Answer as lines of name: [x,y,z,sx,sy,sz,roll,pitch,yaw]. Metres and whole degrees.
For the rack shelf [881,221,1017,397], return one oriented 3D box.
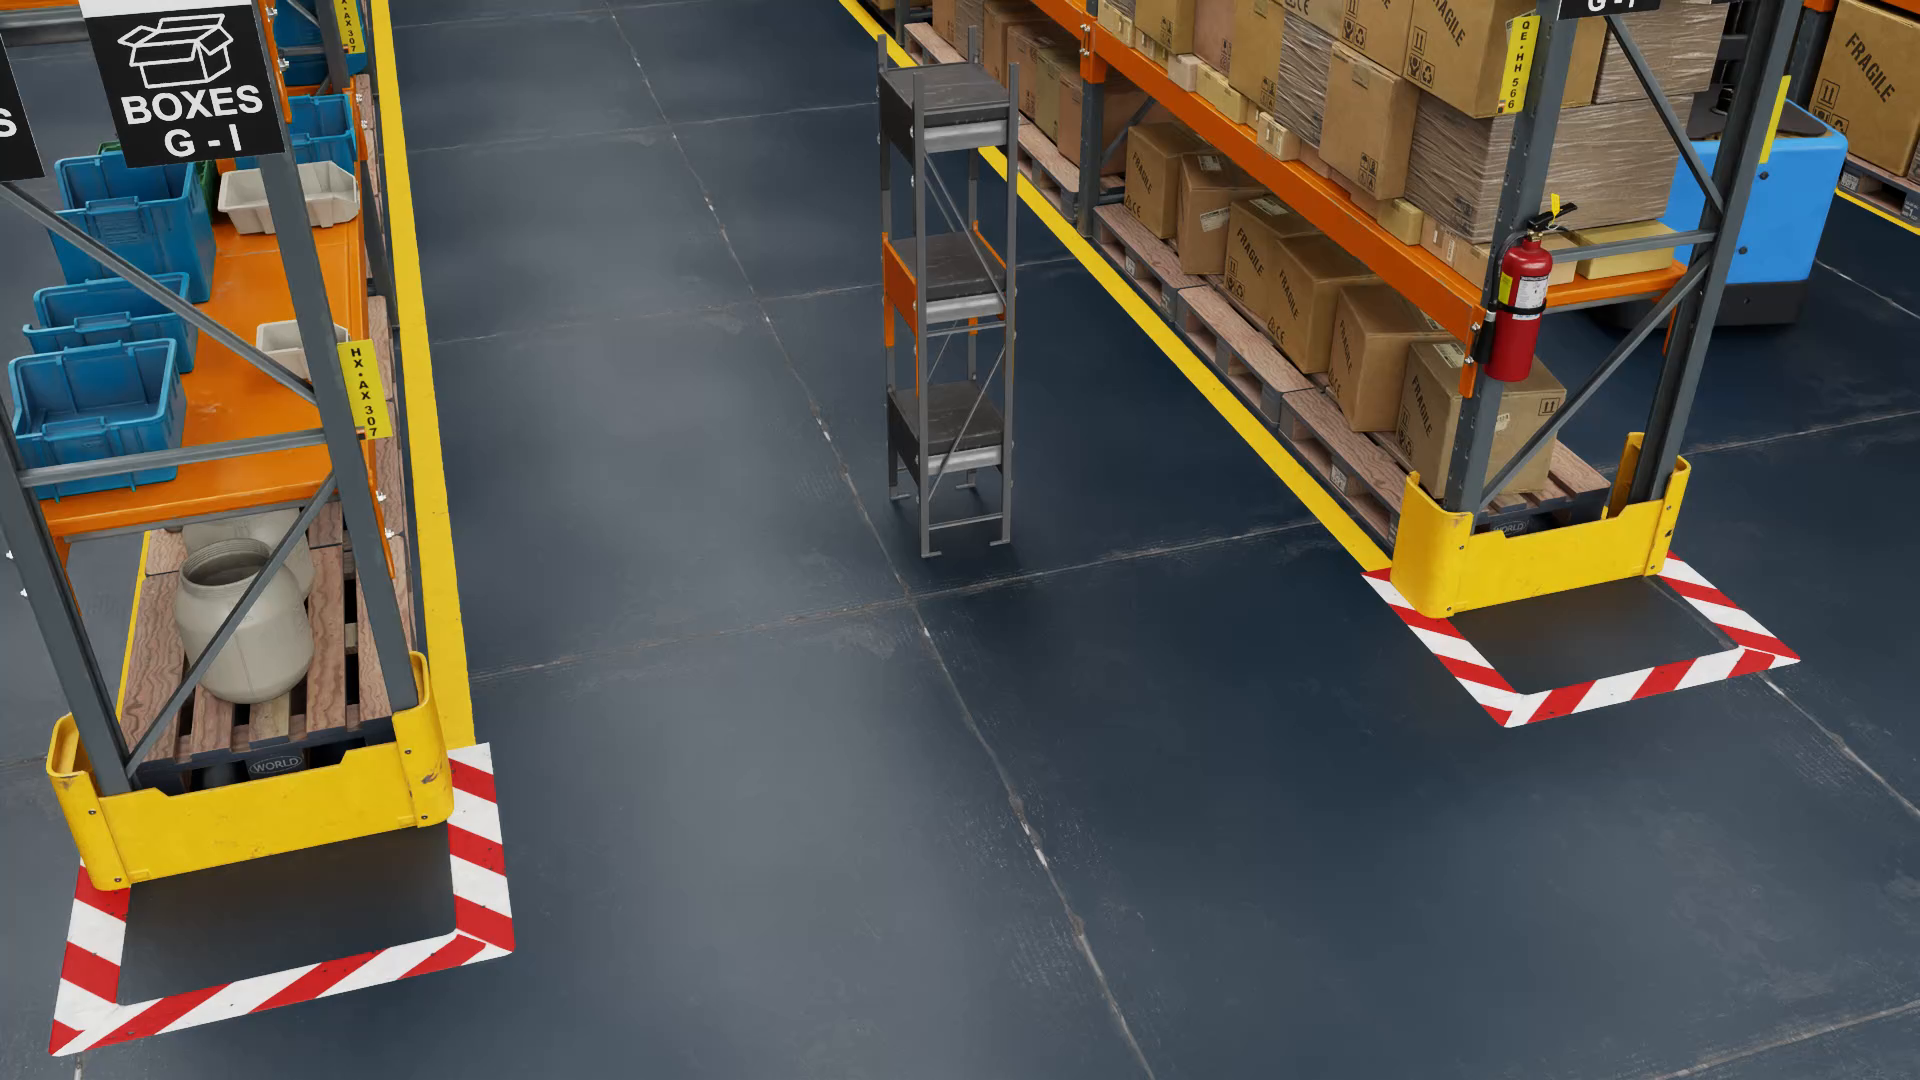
rack shelf: [-0.050,-0.952,6.810,0.431,0.518,0.480,-10,35,-15]

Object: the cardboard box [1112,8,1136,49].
cardboard box: [1.044,-2.770,8.949,0.380,0.149,0.250,-10,35,-15]

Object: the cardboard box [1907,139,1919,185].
cardboard box: [6.359,-2.427,9.748,0.875,0.875,0.875,-10,35,-14]

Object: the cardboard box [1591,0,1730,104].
cardboard box: [2.513,-1.989,6.272,0.500,0.500,0.500,-10,35,-15]

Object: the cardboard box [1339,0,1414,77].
cardboard box: [1.860,-2.163,6.536,0.500,0.500,0.500,-10,35,-15]

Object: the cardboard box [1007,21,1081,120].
cardboard box: [0.736,-3.186,11.218,0.700,0.500,0.500,-13,36,-19]

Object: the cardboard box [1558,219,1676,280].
cardboard box: [2.561,-1.157,6.507,0.380,0.149,0.250,-10,35,-15]

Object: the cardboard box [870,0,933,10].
cardboard box: [-0.210,-4.926,13.531,1.225,0.875,0.875,-12,35,-17]

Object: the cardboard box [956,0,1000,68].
cardboard box: [0.386,-3.775,12.110,0.700,0.500,0.500,-13,36,-19]

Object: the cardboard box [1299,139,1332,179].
cardboard box: [1.741,-1.735,7.383,0.380,0.149,0.250,-10,35,-15]

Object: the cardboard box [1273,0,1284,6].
cardboard box: [1.565,-2.690,7.333,0.500,0.500,0.500,-10,35,-15]

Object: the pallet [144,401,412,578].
pallet: [-2.975,-0.174,7.322,1.003,0.211,1.213,-10,35,-15]

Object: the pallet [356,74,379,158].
pallet: [-4.537,-2.862,11.390,1.003,0.211,1.213,-10,35,-15]

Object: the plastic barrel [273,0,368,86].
plastic barrel: [-3.345,-2.802,8.315,0.600,0.901,0.708,-10,35,-15]

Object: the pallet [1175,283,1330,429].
pallet: [1.815,-1.020,8.602,1.003,0.211,1.213,-10,35,-15]

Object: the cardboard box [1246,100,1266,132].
cardboard box: [1.570,-1.995,7.776,0.380,0.149,0.250,-10,35,-15]

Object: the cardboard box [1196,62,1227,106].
cardboard box: [1.385,-2.251,8.164,0.380,0.149,0.250,-10,35,-15]

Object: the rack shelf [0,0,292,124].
rack shelf: [-2.906,-2.240,5.851,1.077,0.370,4.000,-10,35,-15]

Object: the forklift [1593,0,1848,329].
forklift: [3.860,-3.130,9.328,1.130,2.935,3.031,-3,34,-4]

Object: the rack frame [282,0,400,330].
rack frame: [-3.516,-2.339,8.069,1.000,3.000,0.127,-10,35,-15]

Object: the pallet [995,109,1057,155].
pallet: [0.586,-3.059,11.687,1.003,0.211,1.213,-10,35,-15]

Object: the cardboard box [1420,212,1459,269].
cardboard box: [2.062,-1.213,6.593,0.380,0.149,0.250,-10,35,-15]

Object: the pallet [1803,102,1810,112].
pallet: [5.648,-3.182,11.874,1.003,0.211,1.213,-10,35,-15]

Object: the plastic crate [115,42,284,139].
plastic crate: [-3.477,-2.017,7.637,0.767,0.338,0.504,-10,35,-15]

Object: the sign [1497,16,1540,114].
sign: [1.886,-1.604,5.619,0.100,0.325,0.005,-10,35,-15]

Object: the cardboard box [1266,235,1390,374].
cardboard box: [1.859,-1.175,8.193,0.500,0.500,0.500,-7,34,-10]

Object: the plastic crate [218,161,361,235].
plastic crate: [-2.779,-1.419,6.916,0.530,0.136,0.437,-10,35,-15]

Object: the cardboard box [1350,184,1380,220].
cardboard box: [1.875,-1.470,6.981,0.380,0.149,0.250,-10,35,-15]

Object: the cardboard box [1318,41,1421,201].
cardboard box: [2.013,-1.773,6.852,0.875,0.500,0.500,-10,35,-15]

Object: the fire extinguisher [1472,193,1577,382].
fire extinguisher: [2.017,-0.902,5.964,0.296,0.674,0.183,-10,35,-15]

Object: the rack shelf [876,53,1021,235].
rack shelf: [-0.050,-1.536,6.424,0.431,0.518,0.480,-10,35,-15]

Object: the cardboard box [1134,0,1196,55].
cardboard box: [1.398,-2.822,8.440,0.875,0.500,0.500,-10,35,-15]

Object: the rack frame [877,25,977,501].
rack frame: [-0.125,-1.091,6.997,0.400,2.100,0.015,-10,35,-15]

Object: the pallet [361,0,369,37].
pallet: [-5.385,-4.322,13.599,1.003,0.211,1.213,-10,35,-15]

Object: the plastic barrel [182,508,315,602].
plastic barrel: [-2.722,0.028,6.362,0.421,0.512,0.421,0,33,0]

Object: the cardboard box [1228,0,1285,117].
cardboard box: [1.760,-2.307,7.661,0.875,0.500,0.500,-10,35,-15]

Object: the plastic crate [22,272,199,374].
plastic crate: [-2.926,-0.731,5.770,0.499,0.251,0.408,-10,35,-15]

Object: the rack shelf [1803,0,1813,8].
rack shelf: [5.345,-4.703,12.299,1.077,0.370,4.000,-10,35,-15]

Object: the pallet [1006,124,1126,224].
pallet: [0.962,-2.417,10.716,1.003,0.211,1.213,-10,35,-15]

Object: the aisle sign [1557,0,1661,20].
aisle sign: [2.154,-2.073,5.309,0.394,0.787,0.004,-10,35,-15]

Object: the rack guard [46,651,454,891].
rack guard: [-2.364,0.772,5.628,1.175,0.500,0.348,-10,35,-15]

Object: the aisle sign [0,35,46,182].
aisle sign: [-2.557,-1.236,4.041,0.394,0.787,0.004,-10,35,-15]

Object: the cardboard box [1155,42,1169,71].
cardboard box: [1.232,-2.514,8.561,0.380,0.149,0.250,-10,35,-15]

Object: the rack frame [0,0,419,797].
rack frame: [-2.296,-0.239,4.890,1.000,3.000,0.127,-10,35,-15]

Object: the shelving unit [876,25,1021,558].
shelving unit: [-0.050,-0.963,6.803,0.431,2.100,0.503,-10,35,-15]

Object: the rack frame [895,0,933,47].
rack frame: [-0.019,-5.272,12.507,1.000,3.000,0.127,-10,35,-15]

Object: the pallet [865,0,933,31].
pallet: [-0.188,-4.535,13.922,1.003,0.211,1.213,-10,35,-15]

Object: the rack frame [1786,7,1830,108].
rack frame: [5.955,-3.953,10.511,1.000,3.000,0.127,-10,35,-15]

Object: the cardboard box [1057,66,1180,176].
cardboard box: [1.034,-2.638,10.390,0.700,0.500,0.500,-13,36,-18]

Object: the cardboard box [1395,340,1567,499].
cardboard box: [2.247,-0.535,7.225,0.500,0.500,0.500,-4,34,-6]

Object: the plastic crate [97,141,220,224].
plastic crate: [-3.371,-1.490,6.977,0.450,0.188,0.662,-10,35,-15]

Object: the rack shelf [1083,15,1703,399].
rack shelf: [1.811,-1.822,7.938,1.077,0.370,4.000,-10,35,-15]

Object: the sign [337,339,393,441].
sign: [-1.771,-0.444,4.951,0.100,0.325,0.005,-10,35,-15]

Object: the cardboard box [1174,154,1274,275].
cardboard box: [1.467,-1.788,9.121,0.500,0.500,0.500,0,33,1]
